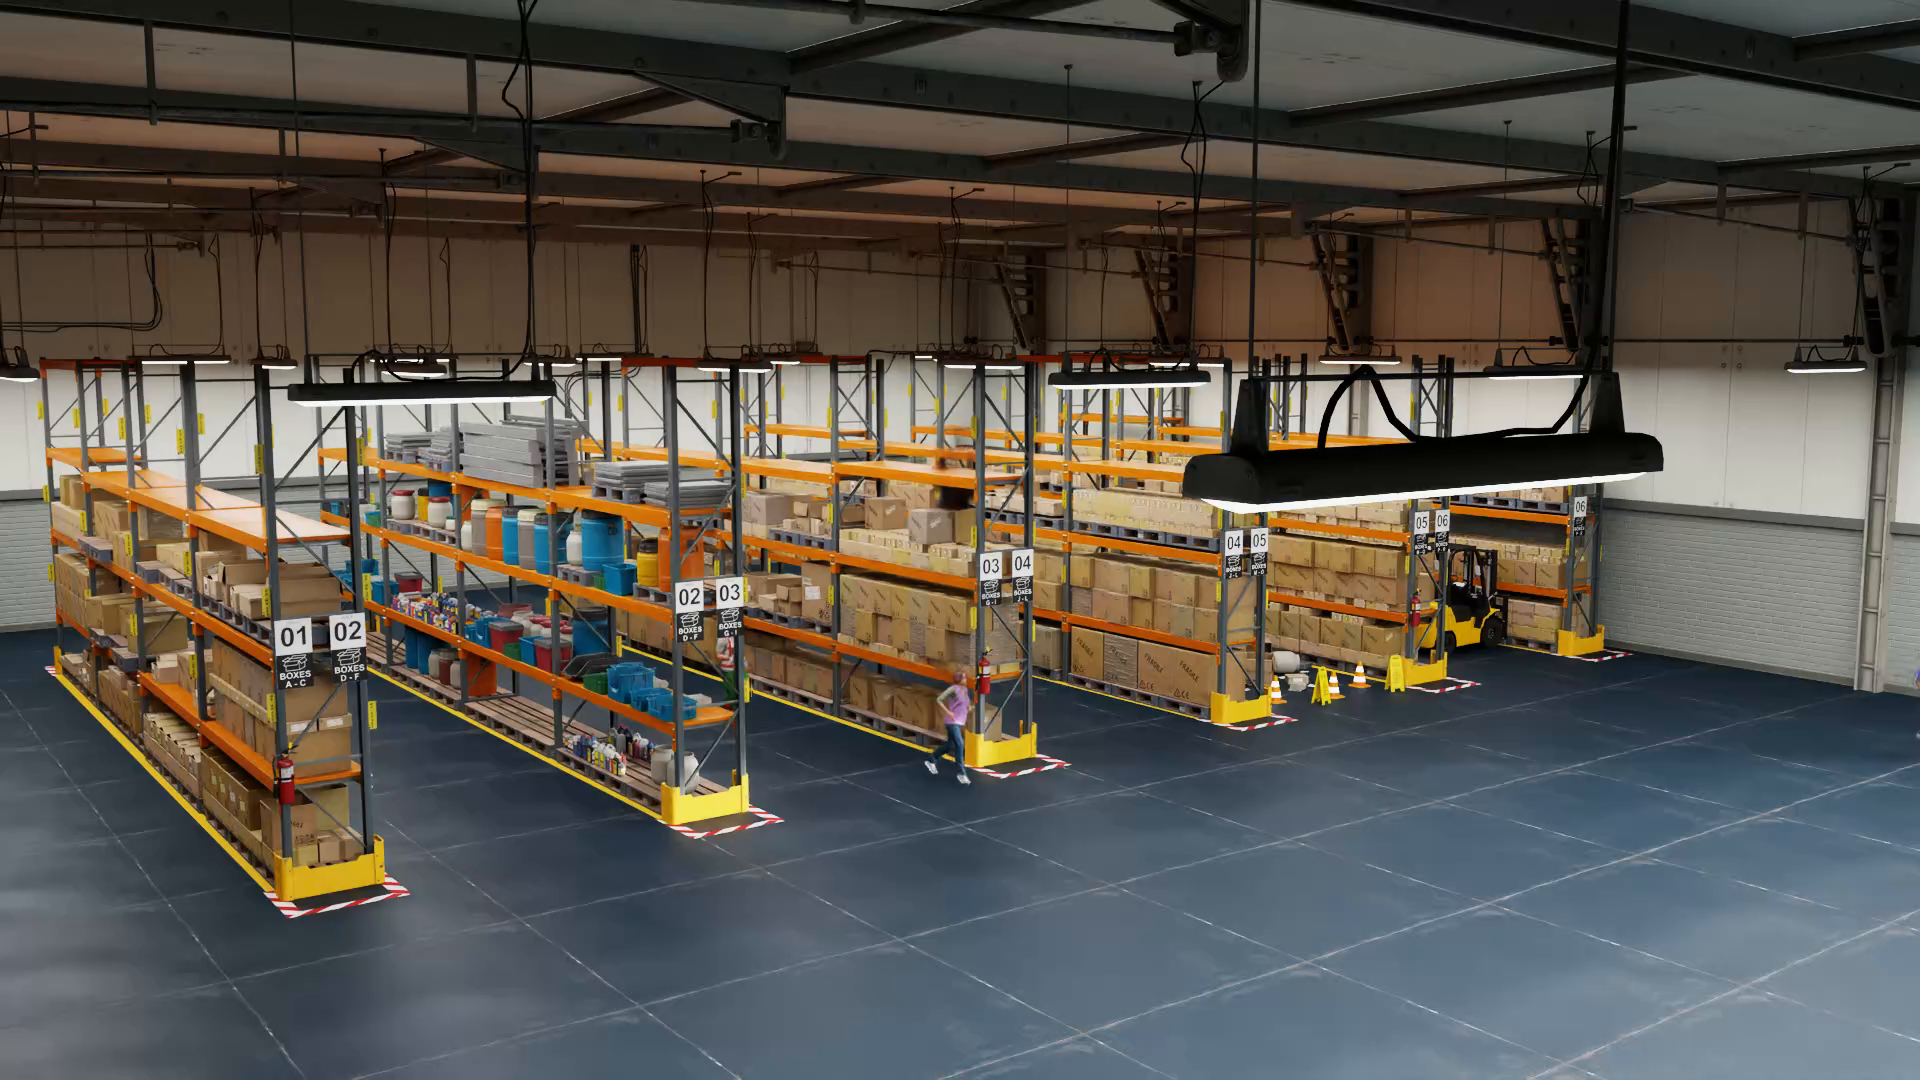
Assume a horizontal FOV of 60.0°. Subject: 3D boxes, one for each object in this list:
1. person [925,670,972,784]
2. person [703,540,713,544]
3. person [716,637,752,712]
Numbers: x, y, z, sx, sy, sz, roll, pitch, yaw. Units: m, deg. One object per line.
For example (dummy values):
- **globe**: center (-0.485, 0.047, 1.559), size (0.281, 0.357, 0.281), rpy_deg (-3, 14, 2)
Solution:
- **person**: center (-0.096, 2.676, 24.094), size (0.809, 1.613, 0.553), rpy_deg (4, 8, 29)
- **person**: center (-6.088, 0.808, 39.383), size (0.700, 1.605, 0.542), rpy_deg (0, 7, 0)
- **person**: center (-3.705, 2.150, 27.516), size (0.609, 1.756, 0.639), rpy_deg (6, 9, 42)
